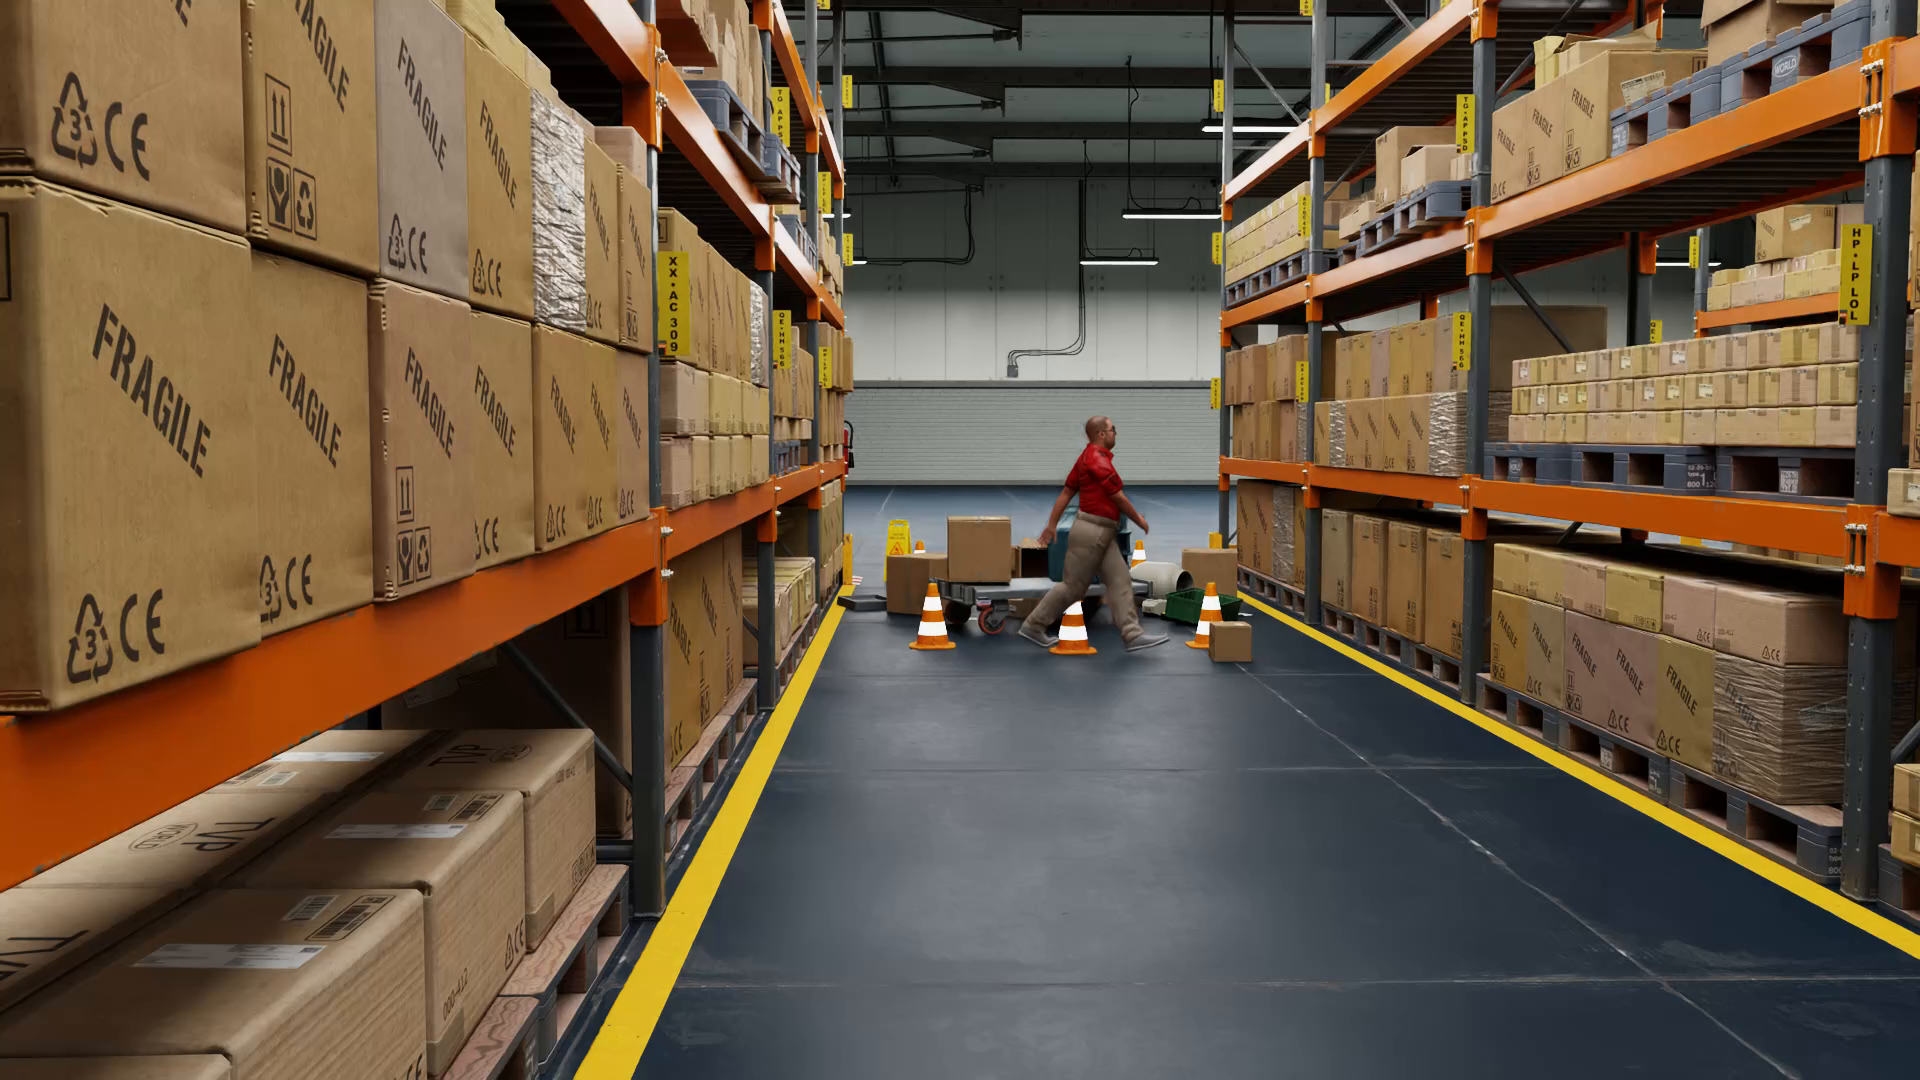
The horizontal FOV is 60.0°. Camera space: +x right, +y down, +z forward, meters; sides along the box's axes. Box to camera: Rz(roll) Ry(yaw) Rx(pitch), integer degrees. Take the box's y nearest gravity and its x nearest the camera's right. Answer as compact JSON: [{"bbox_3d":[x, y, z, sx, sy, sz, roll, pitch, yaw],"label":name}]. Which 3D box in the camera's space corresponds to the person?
[{"bbox_3d":[0.946,-0.040,11.689,1.075,1.665,0.525,0,4,6],"label":"person"}]
